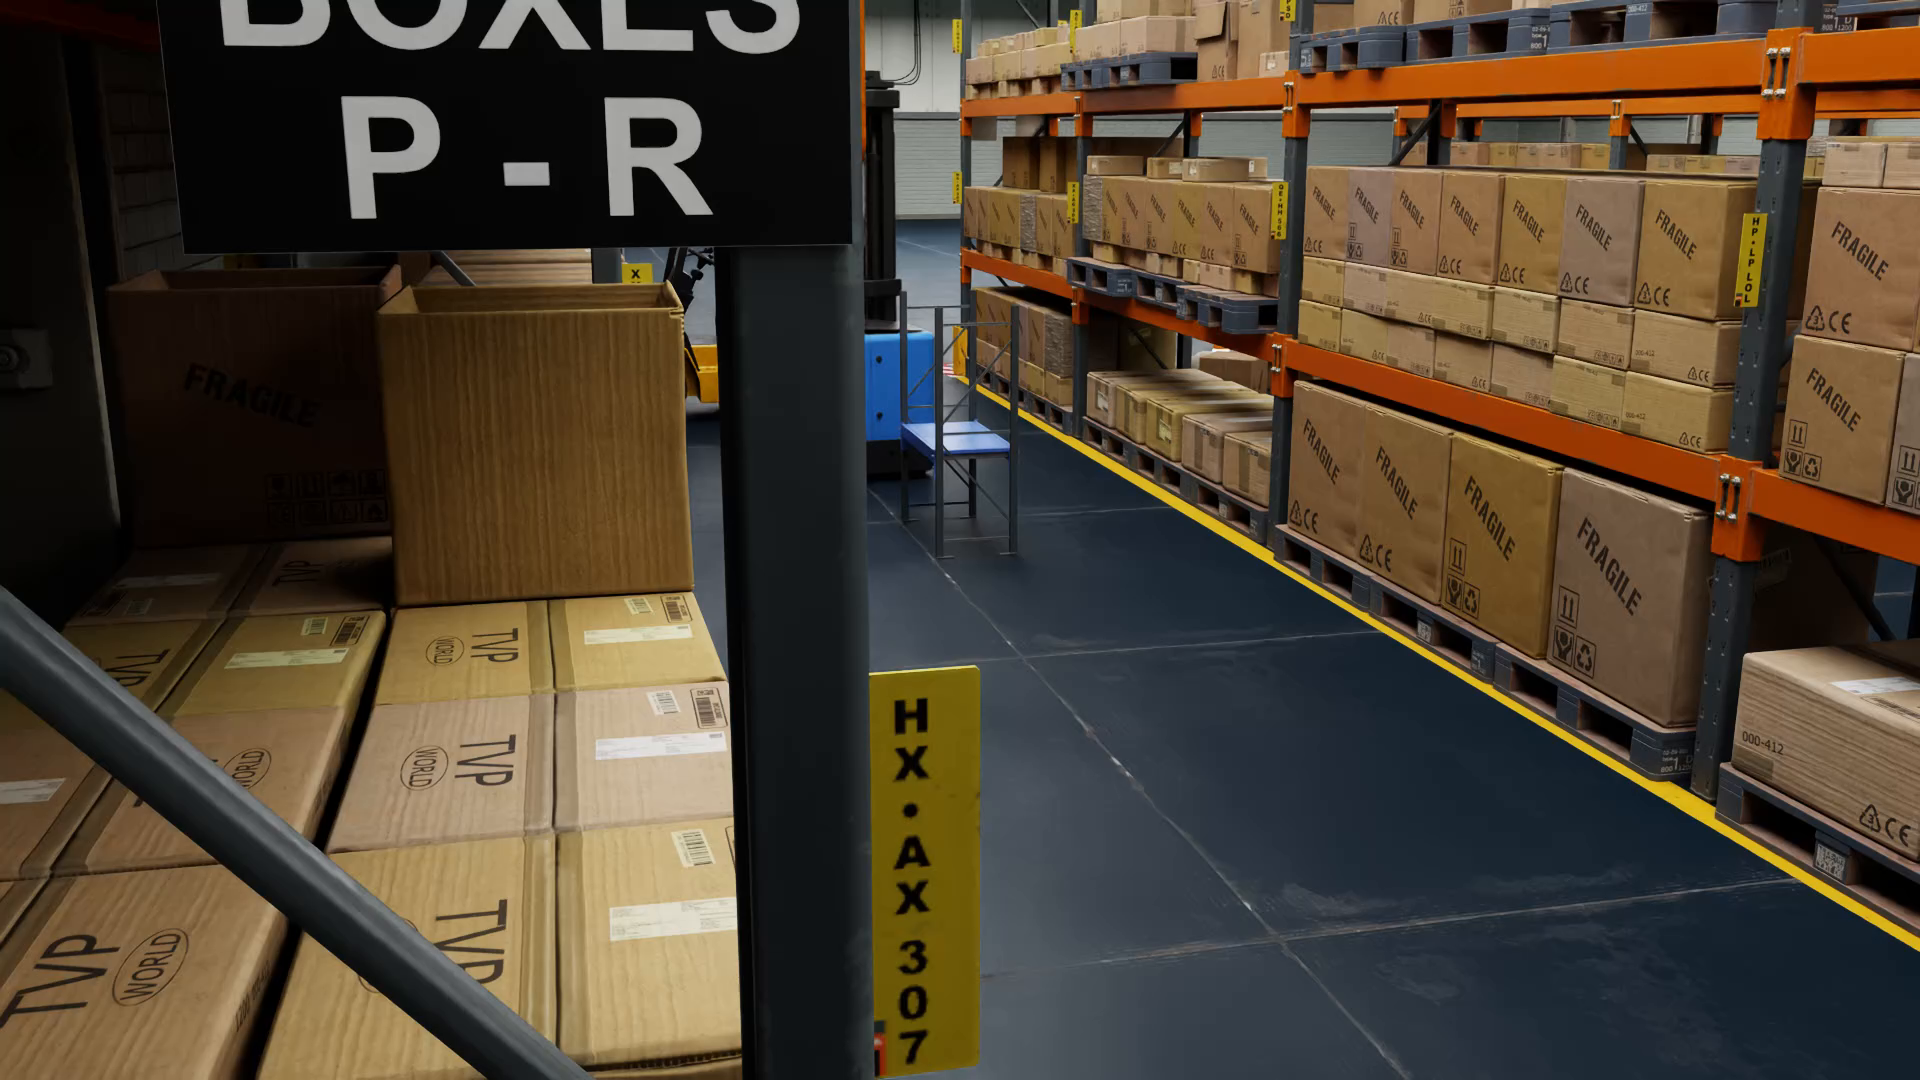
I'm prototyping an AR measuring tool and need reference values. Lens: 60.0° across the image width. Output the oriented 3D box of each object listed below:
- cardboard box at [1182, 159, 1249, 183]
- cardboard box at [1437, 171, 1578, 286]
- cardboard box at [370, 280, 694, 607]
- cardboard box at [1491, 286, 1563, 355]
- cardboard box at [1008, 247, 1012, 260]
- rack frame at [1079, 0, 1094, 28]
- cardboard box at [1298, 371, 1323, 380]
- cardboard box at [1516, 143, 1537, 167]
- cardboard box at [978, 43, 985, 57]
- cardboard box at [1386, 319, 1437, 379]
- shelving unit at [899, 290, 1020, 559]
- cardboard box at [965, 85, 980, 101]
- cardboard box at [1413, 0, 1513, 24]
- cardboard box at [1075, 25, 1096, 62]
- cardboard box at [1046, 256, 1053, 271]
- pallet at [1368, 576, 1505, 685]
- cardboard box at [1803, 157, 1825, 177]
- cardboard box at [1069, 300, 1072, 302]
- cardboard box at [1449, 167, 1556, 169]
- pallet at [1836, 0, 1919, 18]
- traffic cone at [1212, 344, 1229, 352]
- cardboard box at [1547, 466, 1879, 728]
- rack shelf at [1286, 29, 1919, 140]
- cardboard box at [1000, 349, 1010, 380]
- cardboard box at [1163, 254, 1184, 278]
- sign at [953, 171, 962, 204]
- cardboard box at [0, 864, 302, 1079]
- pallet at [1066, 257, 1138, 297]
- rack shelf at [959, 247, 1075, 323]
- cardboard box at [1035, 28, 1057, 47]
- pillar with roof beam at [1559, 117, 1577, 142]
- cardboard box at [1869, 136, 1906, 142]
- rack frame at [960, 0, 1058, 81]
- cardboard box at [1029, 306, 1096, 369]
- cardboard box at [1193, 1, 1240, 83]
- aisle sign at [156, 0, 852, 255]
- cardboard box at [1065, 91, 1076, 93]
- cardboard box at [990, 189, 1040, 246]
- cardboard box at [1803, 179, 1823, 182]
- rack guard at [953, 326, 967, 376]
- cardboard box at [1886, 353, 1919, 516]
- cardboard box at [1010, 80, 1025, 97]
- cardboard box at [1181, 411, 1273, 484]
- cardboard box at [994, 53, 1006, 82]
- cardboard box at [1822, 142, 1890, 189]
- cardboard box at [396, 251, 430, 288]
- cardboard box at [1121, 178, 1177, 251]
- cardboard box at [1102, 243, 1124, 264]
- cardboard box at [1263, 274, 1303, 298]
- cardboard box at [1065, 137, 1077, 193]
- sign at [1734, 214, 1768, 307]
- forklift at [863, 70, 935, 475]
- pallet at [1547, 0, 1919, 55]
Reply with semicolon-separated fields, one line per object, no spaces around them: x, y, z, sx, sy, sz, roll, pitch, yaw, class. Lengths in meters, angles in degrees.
1.725;-2.493;11.222;0.380;0.149;0.250;-4;14;-16;cardboard box
2.609;-1.475;7.828;0.500;0.500;0.500;-3;14;-12;cardboard box
-0.759;-0.198;3.025;0.500;0.500;0.500;-3;14;-12;cardboard box
2.731;-0.989;7.416;0.500;0.250;0.500;-3;14;-12;cardboard box
0.669;-2.753;15.904;0.380;0.149;0.250;-3;14;-11;cardboard box
1.444;-5.256;12.980;1.000;3.000;0.127;-3;14;-13;rack frame
3.167;-1.602;14.334;0.500;0.500;0.500;-3;14;-13;cardboard box
5.943;-3.578;16.162;0.875;0.550;0.550;-3;14;-13;cardboard box
0.390;-4.894;16.667;0.380;0.149;0.250;-3;14;-14;cardboard box
2.509;-0.981;8.436;0.500;0.250;0.500;-3;14;-11;cardboard box
-0.020;-0.748;10.330;0.538;1.500;1.048;-3;14;-13;shelving unit
0.267;-4.505;16.756;0.380;0.149;0.250;-3;14;-13;cardboard box
2.801;-2.911;8.606;0.700;0.500;0.500;-4;14;-16;cardboard box
1.192;-3.773;12.661;0.500;0.250;0.500;-4;14;-15;cardboard box
0.977;-2.457;14.692;0.380;0.149;0.250;-3;14;-14;cardboard box
2.778;0.402;8.335;1.003;0.211;1.213;-3;14;-13;pallet
6.713;-2.709;12.880;0.700;0.500;0.500;-3;14;-14;cardboard box
1.311;-1.968;15.491;0.500;0.500;0.500;-3;14;-10;cardboard box
2.888;-1.731;8.874;0.500;0.500;0.500;-3;14;-12;cardboard box
3.505;-1.721;5.018;1.003;0.211;1.213;-3;14;-13;pallet
2.859;-2.145;18.233;0.336;0.463;0.334;-3;14;-13;traffic cone
3.100;0.193;6.908;0.875;0.875;0.875;-3;14;-11;cardboard box
2.853;-2.065;7.756;1.077;0.370;4.000;-3;14;-13;rack shelf
0.678;-1.688;15.925;0.500;0.250;0.500;-2;14;-9;cardboard box
1.637;-1.917;11.596;0.380;0.149;0.250;-4;14;-15;cardboard box
-0.023;-3.655;17.243;0.100;0.325;0.005;-3;14;-13;sign
-0.928;0.541;1.582;0.500;0.250;0.500;-3;14;-12;cardboard box
1.482;-2.064;12.960;1.003;0.211;1.213;-3;14;-13;pallet
0.974;-2.454;15.666;1.077;0.370;4.000;-3;14;-13;rack shelf
0.859;-4.299;14.230;0.380;0.149;0.250;-3;14;-12;cardboard box
14.357;-14.127;49.291;9.100;9.000;0.548;-3;14;-13;pillar with roof beam
10.231;-4.123;18.038;0.500;0.500;0.500;-3;14;-13;cardboard box
0.505;-6.179;16.757;1.000;3.000;0.127;-3;14;-13;rack frame
0.923;-1.813;14.857;0.500;0.500;0.500;-3;14;-12;cardboard box
1.998;-3.277;10.981;0.797;0.503;0.637;-3;14;-13;cardboard box
-0.260;-0.560;0.919;0.394;0.787;0.004;-3;14;-13;aisle sign
1.073;-3.733;13.595;0.380;0.149;0.250;-3;14;-13;cardboard box
0.592;-3.096;15.943;0.500;0.500;0.500;-4;14;-14;cardboard box
3.499;-1.148;6.489;0.500;0.500;0.500;-3;14;-13;cardboard box
0.523;-2.033;17.694;1.175;0.500;0.348;-3;14;-13;rack guard
3.293;-0.306;5.148;0.500;0.500;0.500;-3;14;-13;cardboard box
0.676;-4.149;15.297;0.380;0.149;0.250;-4;14;-15;cardboard box
2.079;-0.647;11.408;0.950;0.372;0.625;-4;14;-14;cardboard box
0.618;-4.428;15.600;0.500;0.250;0.500;-3;14;-12;cardboard box
3.145;-1.258;5.574;0.380;0.149;0.250;-3;14;-14;cardboard box
-2.471;-1.267;8.196;0.500;0.500;0.500;-3;14;-11;cardboard box
1.496;-2.384;12.145;0.500;0.500;0.500;-3;14;-14;cardboard box
1.317;-2.221;12.841;0.380;0.149;0.250;-3;14;-12;cardboard box
2.078;-1.564;10.151;0.380;0.149;0.250;-3;14;-11;cardboard box
1.361;-3.371;14.959;0.700;0.500;0.500;-4;14;-14;cardboard box
2.798;-0.988;5.877;0.100;0.325;0.005;-3;14;-13;sign
-1.114;-2.178;13.164;1.130;2.935;3.031;-5;14;-18;forklift
3.060;-2.069;6.660;0.805;0.209;1.217;-4;14;-15;pallet
